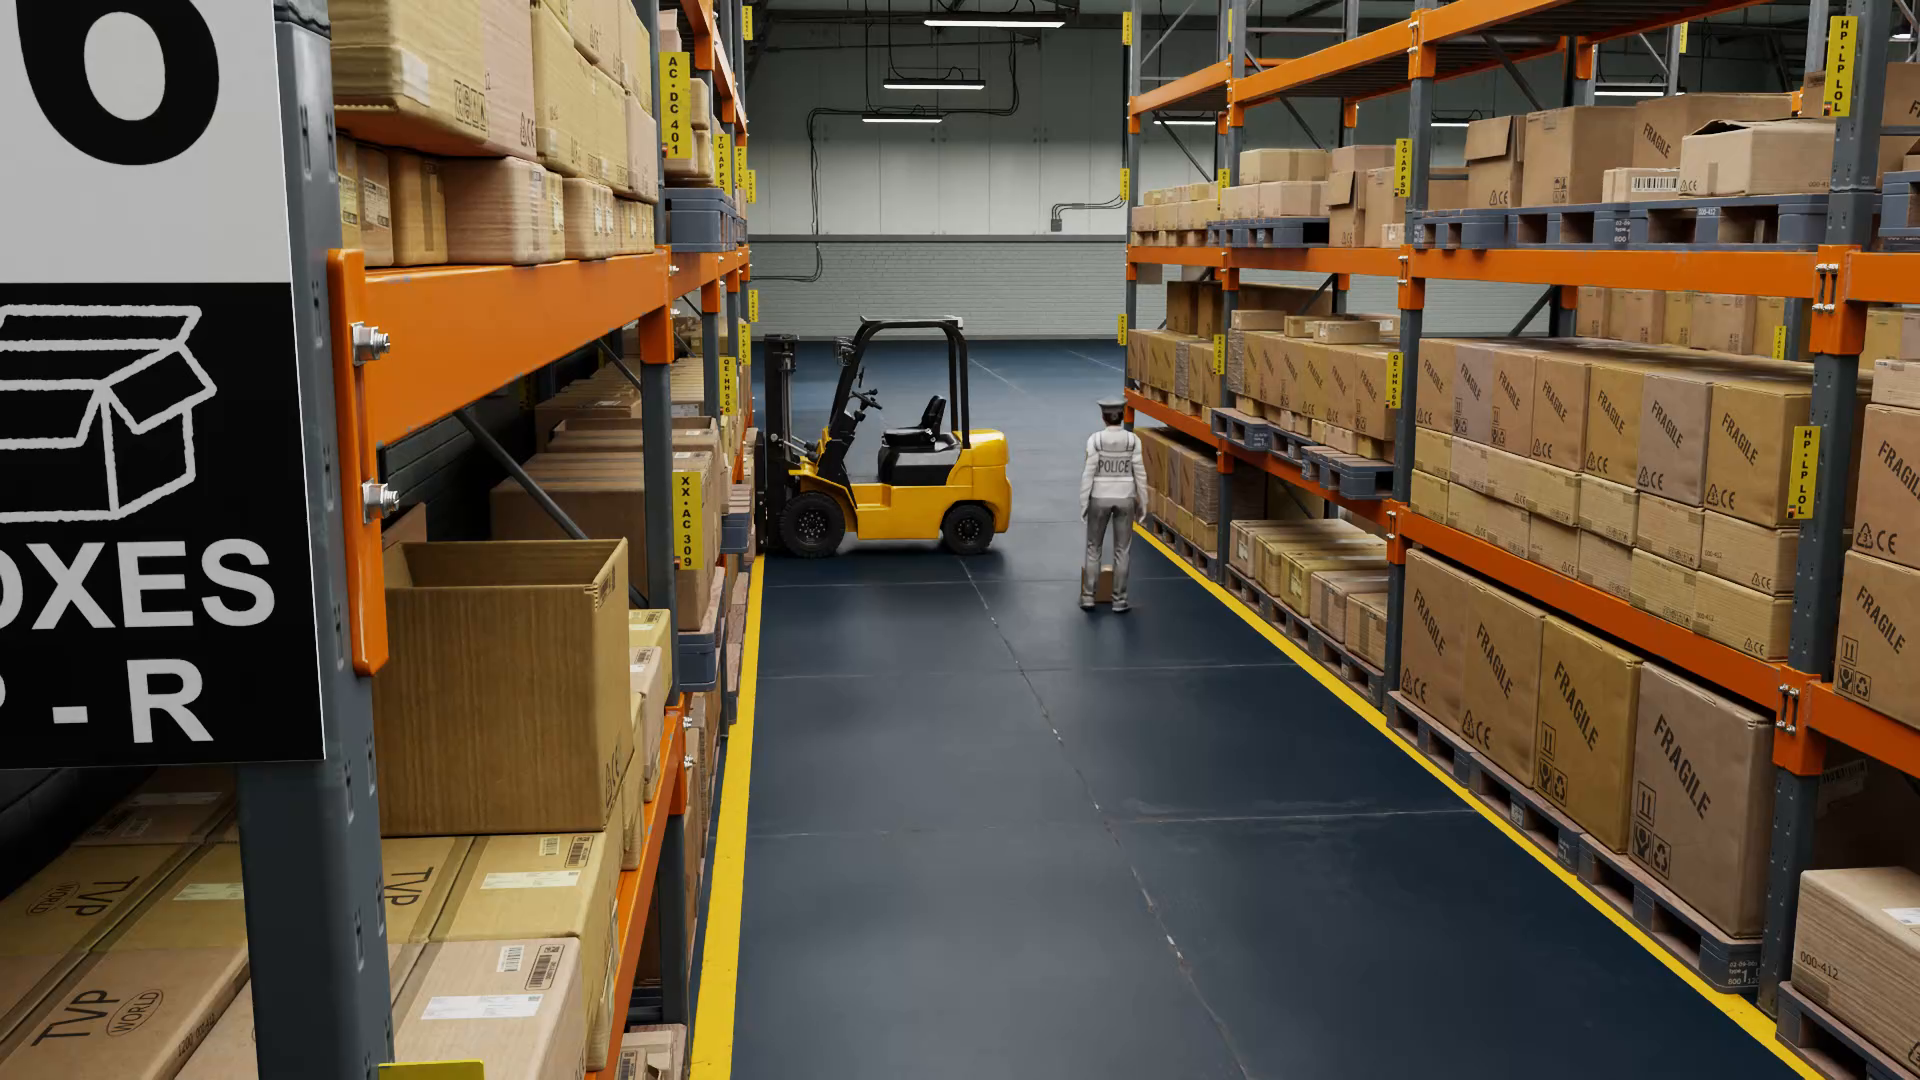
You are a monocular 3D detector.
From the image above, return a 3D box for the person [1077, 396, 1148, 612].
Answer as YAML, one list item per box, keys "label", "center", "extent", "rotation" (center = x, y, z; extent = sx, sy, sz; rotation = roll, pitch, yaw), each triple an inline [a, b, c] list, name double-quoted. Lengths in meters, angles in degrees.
- label: "person"
  center: [1.189, -0.271, 12.929]
  extent: [0.537, 1.694, 0.443]
  rotation: [0, 10, 1]
